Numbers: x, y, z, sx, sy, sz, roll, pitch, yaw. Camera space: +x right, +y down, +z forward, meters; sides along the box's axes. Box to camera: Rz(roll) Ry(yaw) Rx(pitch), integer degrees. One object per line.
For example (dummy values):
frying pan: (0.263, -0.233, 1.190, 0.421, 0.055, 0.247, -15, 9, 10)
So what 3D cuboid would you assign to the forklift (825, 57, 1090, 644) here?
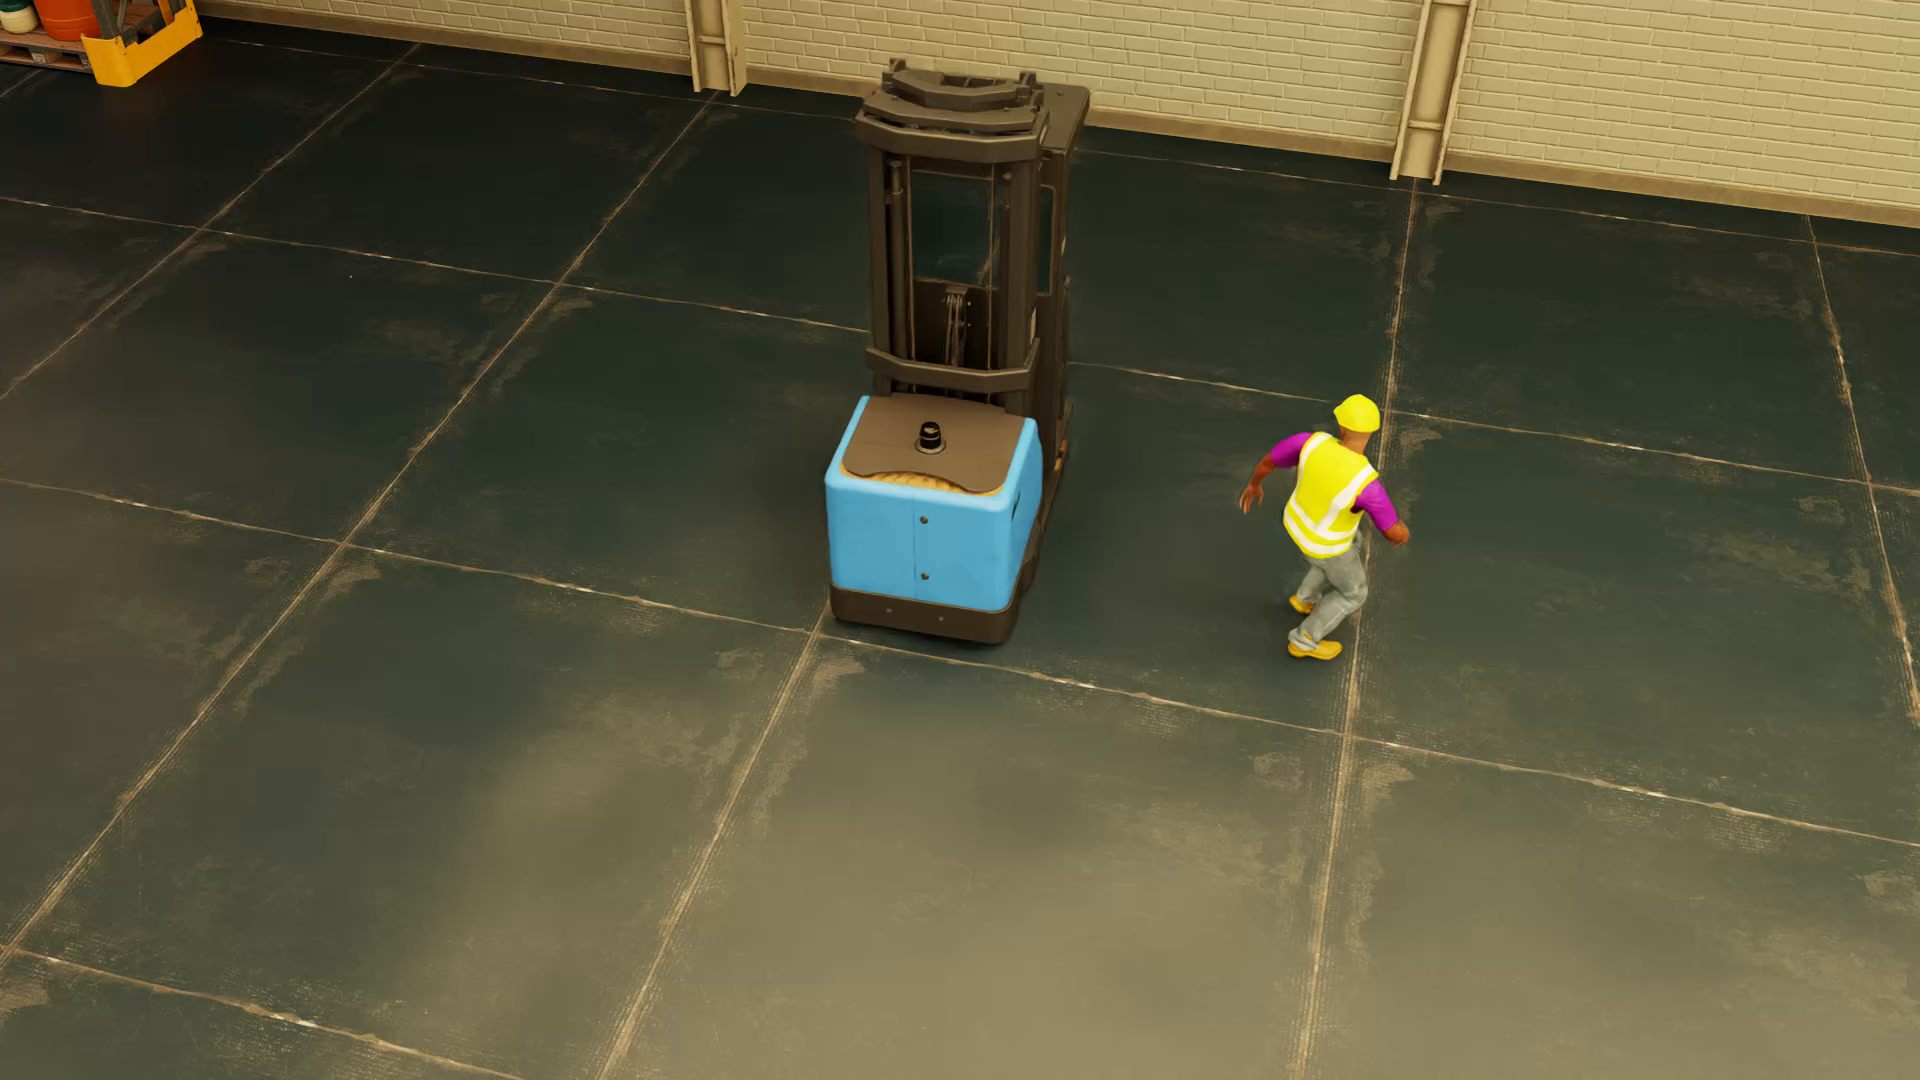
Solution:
forklift: (0.088, -1.503, 9.576, 1.130, 2.935, 3.031, 9, 42, 10)

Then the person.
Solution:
person: (1.980, -0.060, 8.894, 0.753, 1.713, 0.753, -13, 43, -14)
